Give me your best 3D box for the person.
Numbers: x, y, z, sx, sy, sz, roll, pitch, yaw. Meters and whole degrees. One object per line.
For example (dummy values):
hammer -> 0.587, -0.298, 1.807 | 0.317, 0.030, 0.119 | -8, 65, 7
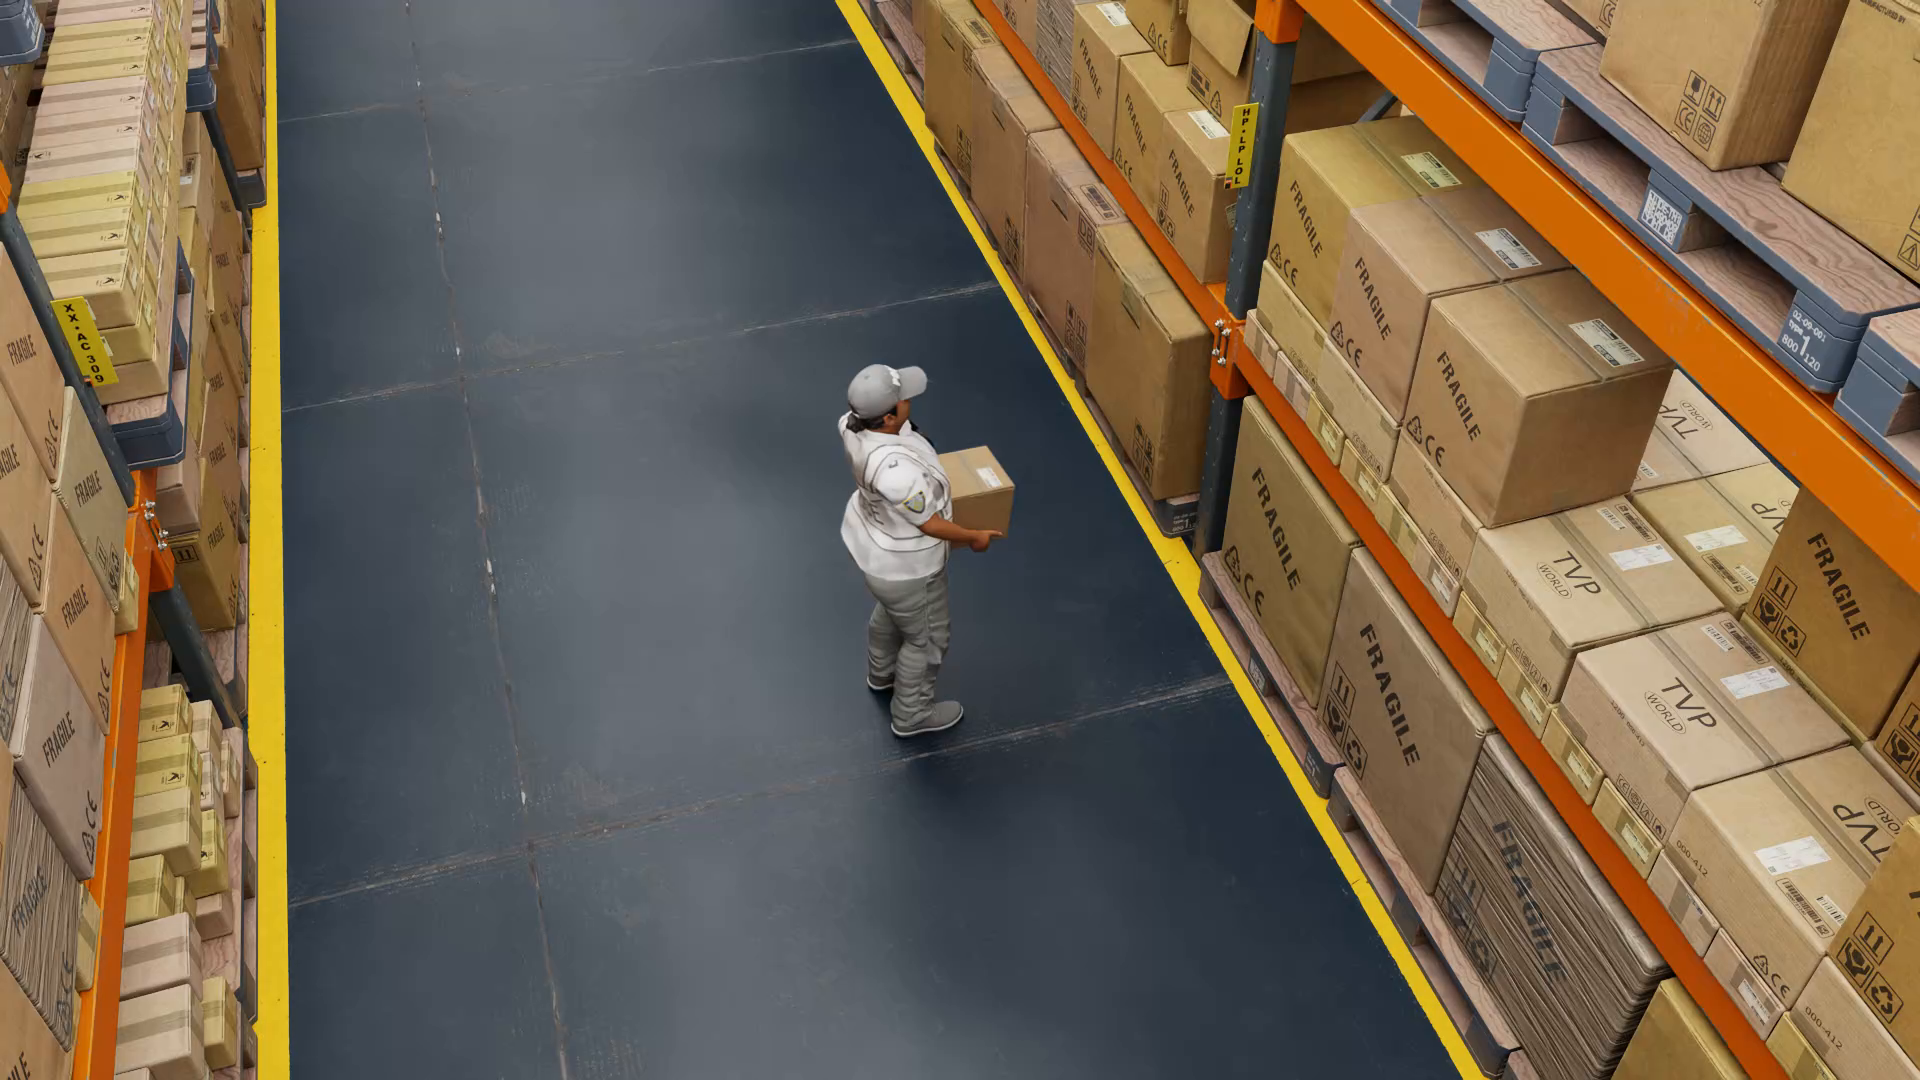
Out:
person -> -0.154, 0.015, 6.149 | 0.541, 1.653, 0.453 | -17, 45, -17
